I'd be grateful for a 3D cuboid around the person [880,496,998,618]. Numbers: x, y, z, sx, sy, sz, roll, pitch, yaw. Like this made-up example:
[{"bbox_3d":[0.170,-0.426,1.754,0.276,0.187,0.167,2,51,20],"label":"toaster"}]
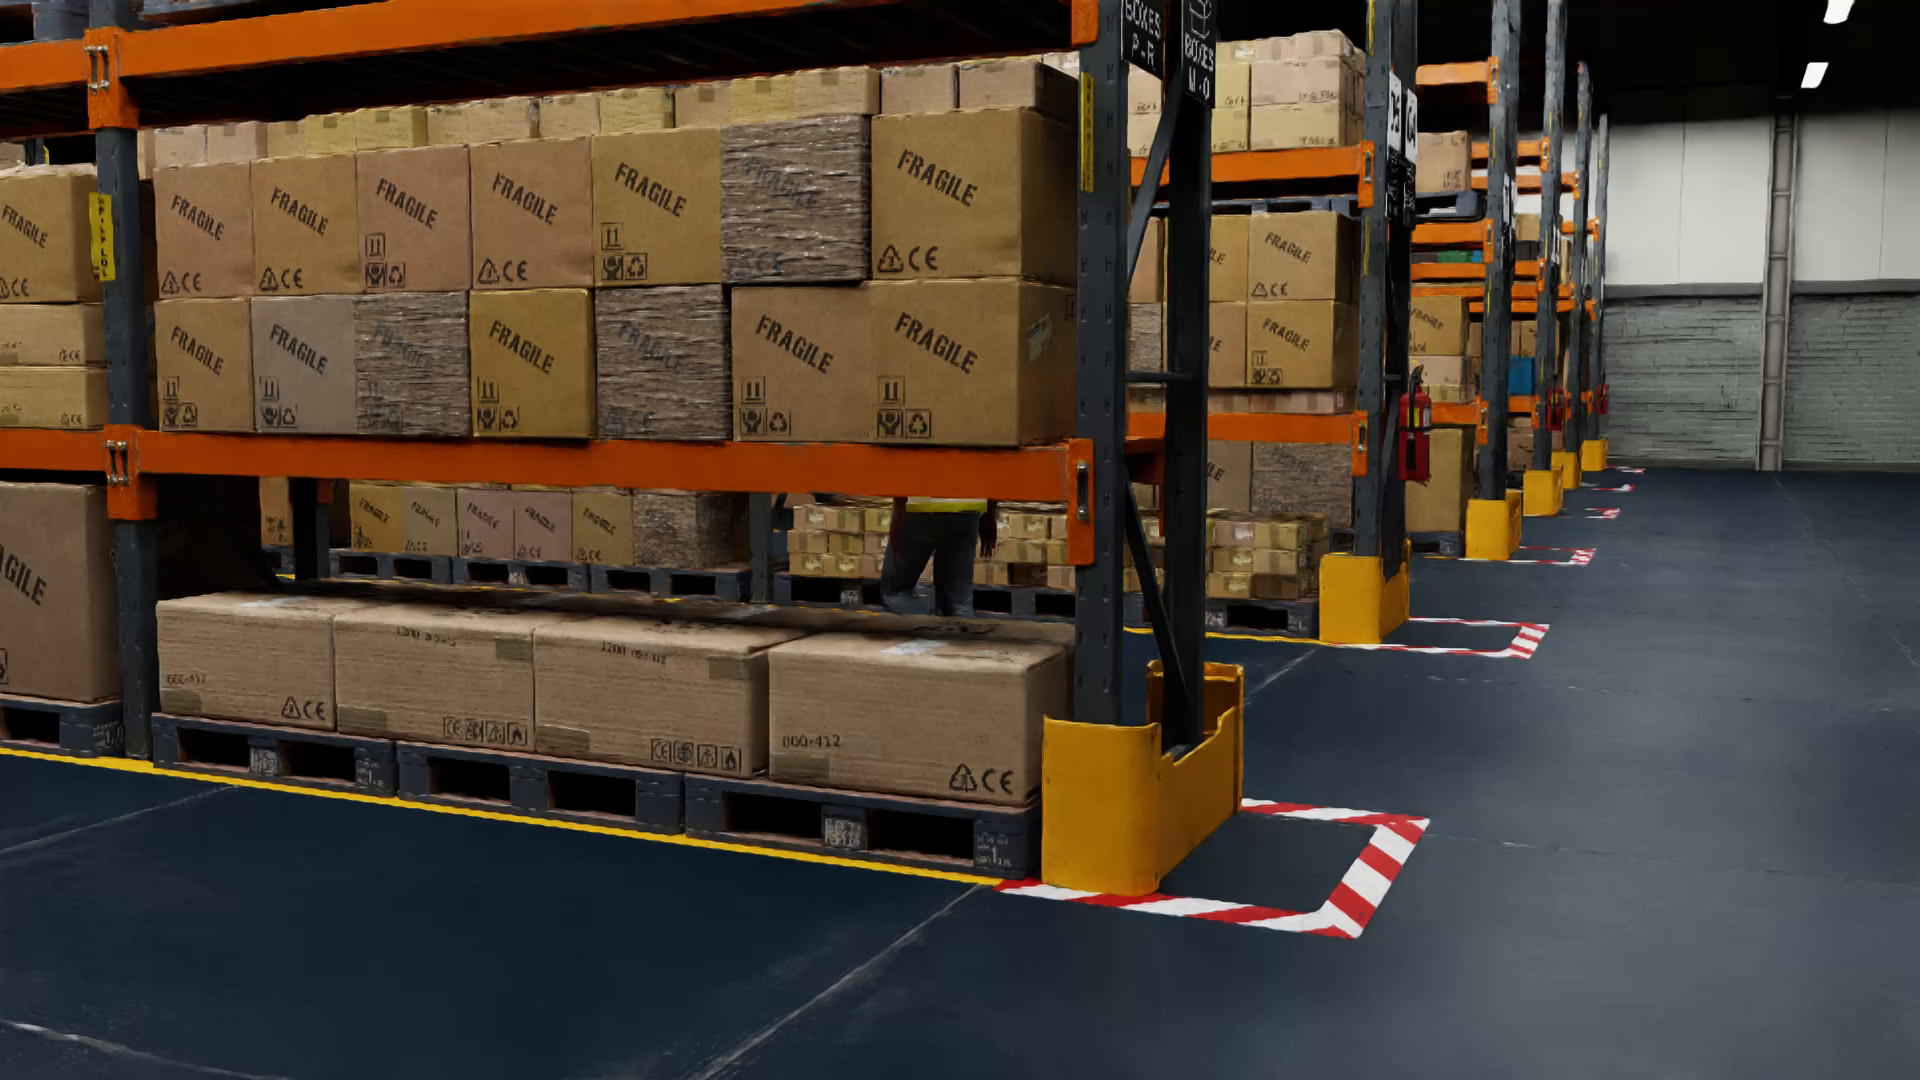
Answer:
[{"bbox_3d":[-0.072,-0.111,7.447,0.593,1.756,0.501,-3,6,-31],"label":"person"}]
